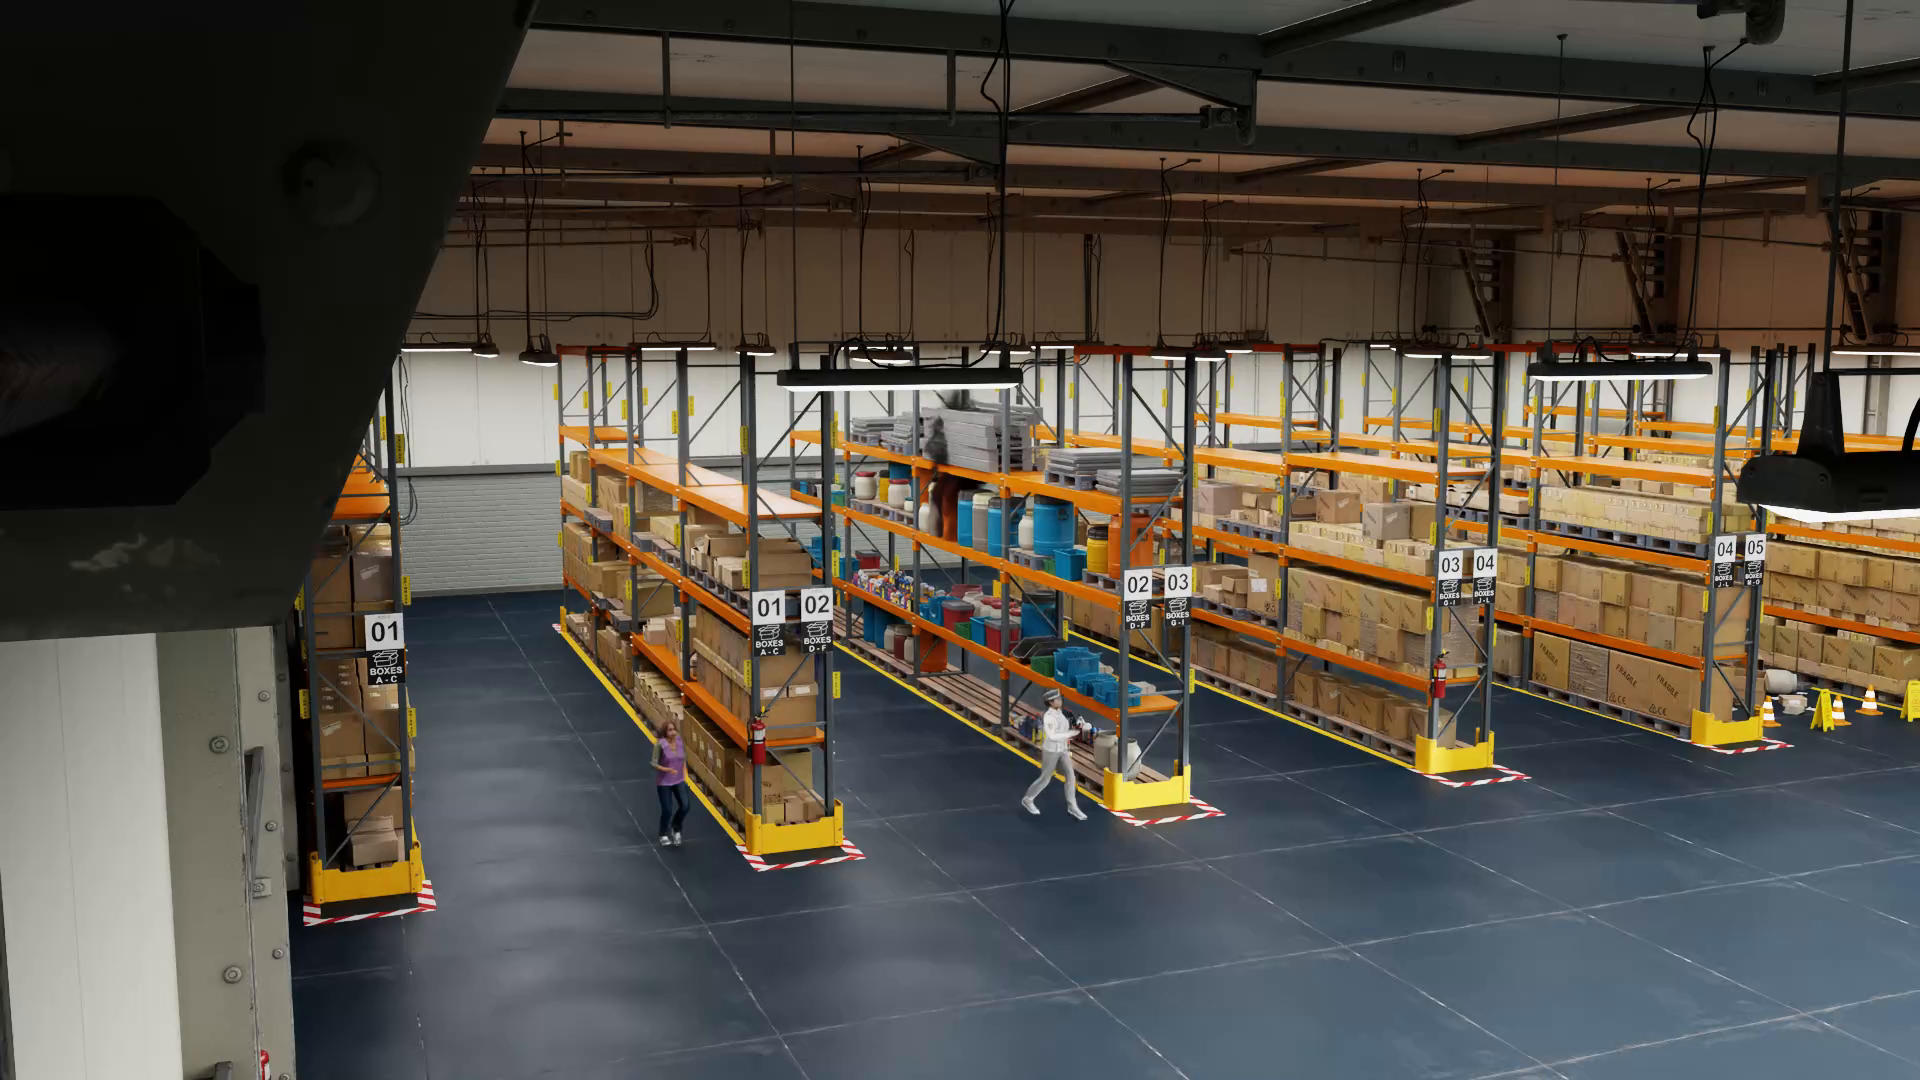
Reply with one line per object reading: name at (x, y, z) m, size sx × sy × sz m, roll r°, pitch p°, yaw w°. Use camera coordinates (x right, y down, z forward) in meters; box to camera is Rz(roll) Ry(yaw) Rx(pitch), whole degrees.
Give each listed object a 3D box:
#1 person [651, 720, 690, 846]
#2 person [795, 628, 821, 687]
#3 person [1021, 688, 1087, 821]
person at (-3.502, 2.982, 20.270) m, size 0.529 × 1.597 × 0.579 m, roll -5°, pitch 9°, yaw -33°
person at (-2.618, 1.665, 28.276) m, size 0.619 × 1.657 × 0.775 m, roll -5°, pitch 9°, yaw -34°
person at (1.216, 2.754, 21.487) m, size 0.854 × 1.724 × 0.608 m, roll 4°, pitch 8°, yaw 27°
